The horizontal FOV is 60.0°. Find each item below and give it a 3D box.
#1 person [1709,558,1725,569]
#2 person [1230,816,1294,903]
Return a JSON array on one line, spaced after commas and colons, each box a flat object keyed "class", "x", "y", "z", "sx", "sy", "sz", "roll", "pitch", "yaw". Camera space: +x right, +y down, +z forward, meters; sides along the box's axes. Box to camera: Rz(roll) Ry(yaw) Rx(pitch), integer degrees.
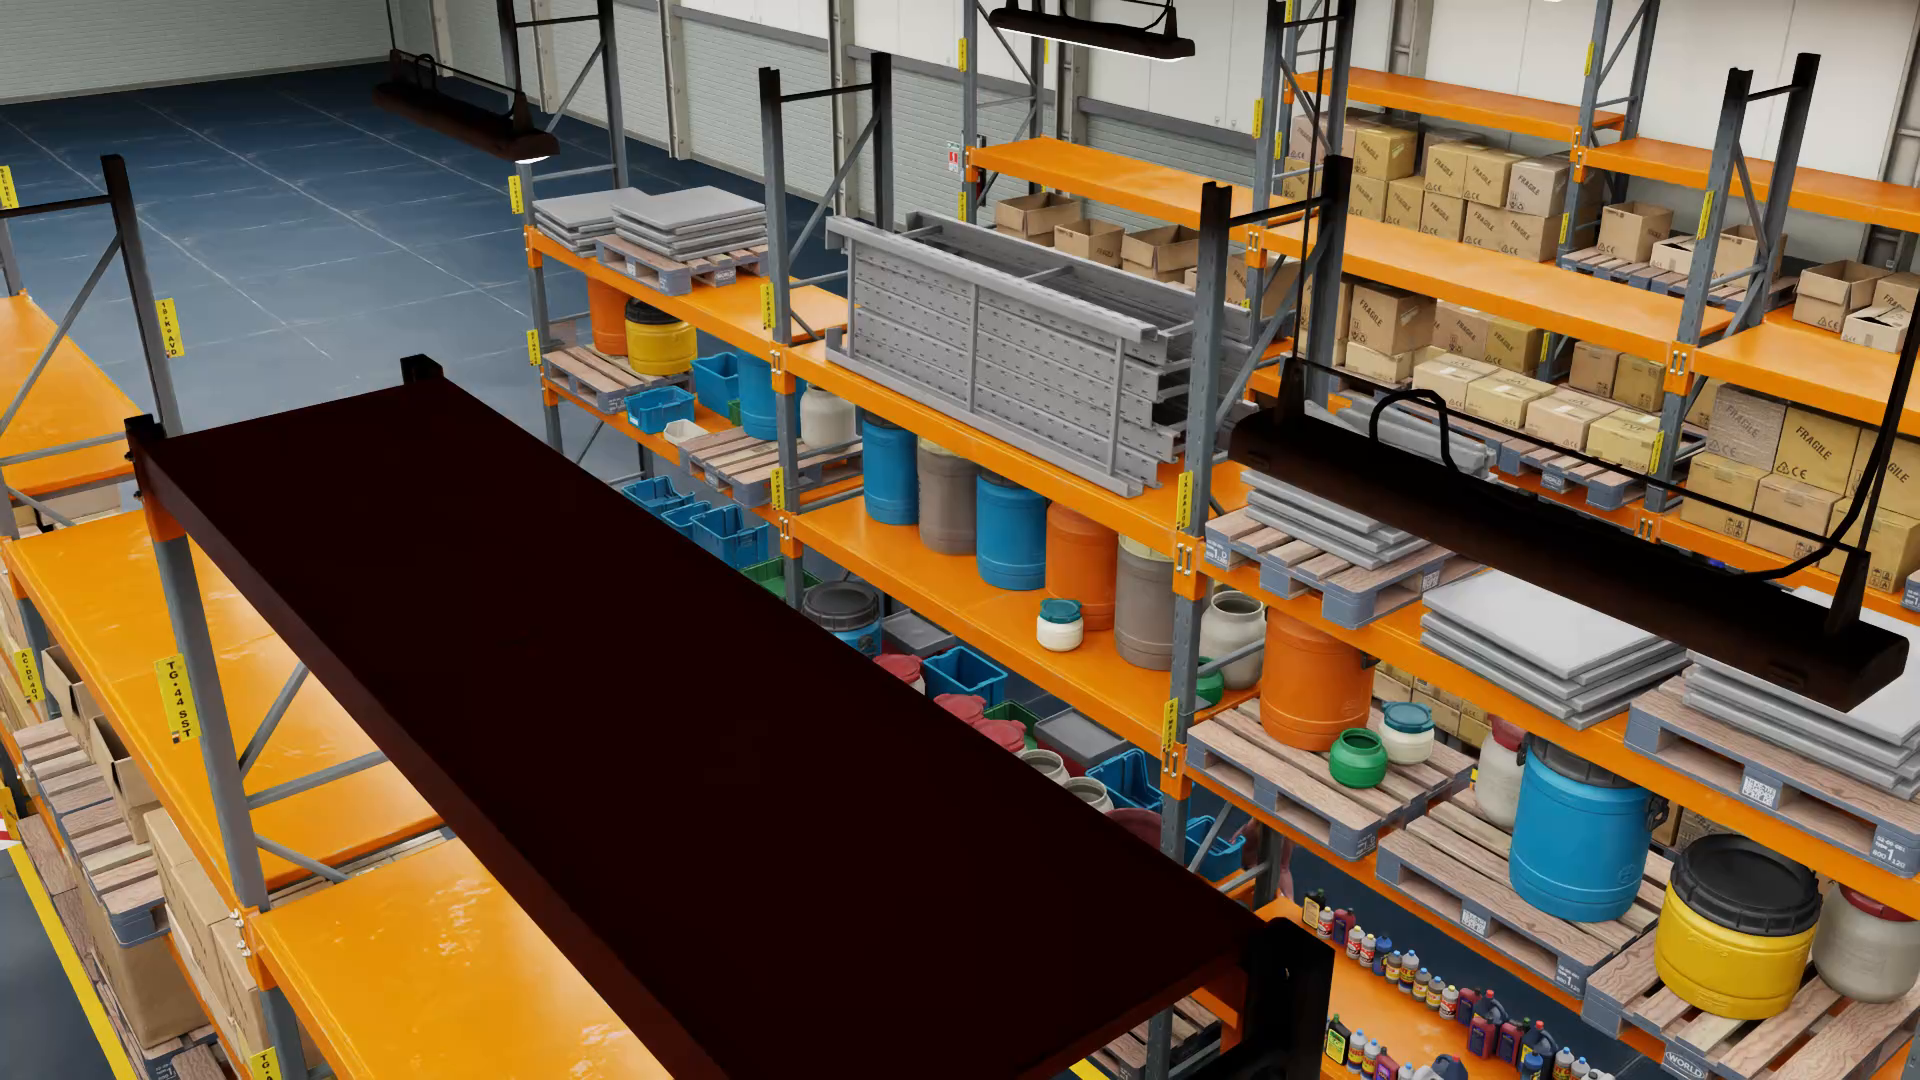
[{"class": "person", "x": 6.679, "y": 0.582, "z": 15.211, "sx": 0.436, "sy": 1.586, "sz": 0.981, "roll": -20, "pitch": 32, "yaw": -35}, {"class": "person", "x": 2.289, "y": 2.088, "z": 12.126, "sx": 0.582, "sy": 1.568, "sz": 0.697, "roll": -13, "pitch": 29, "yaw": -26}]
